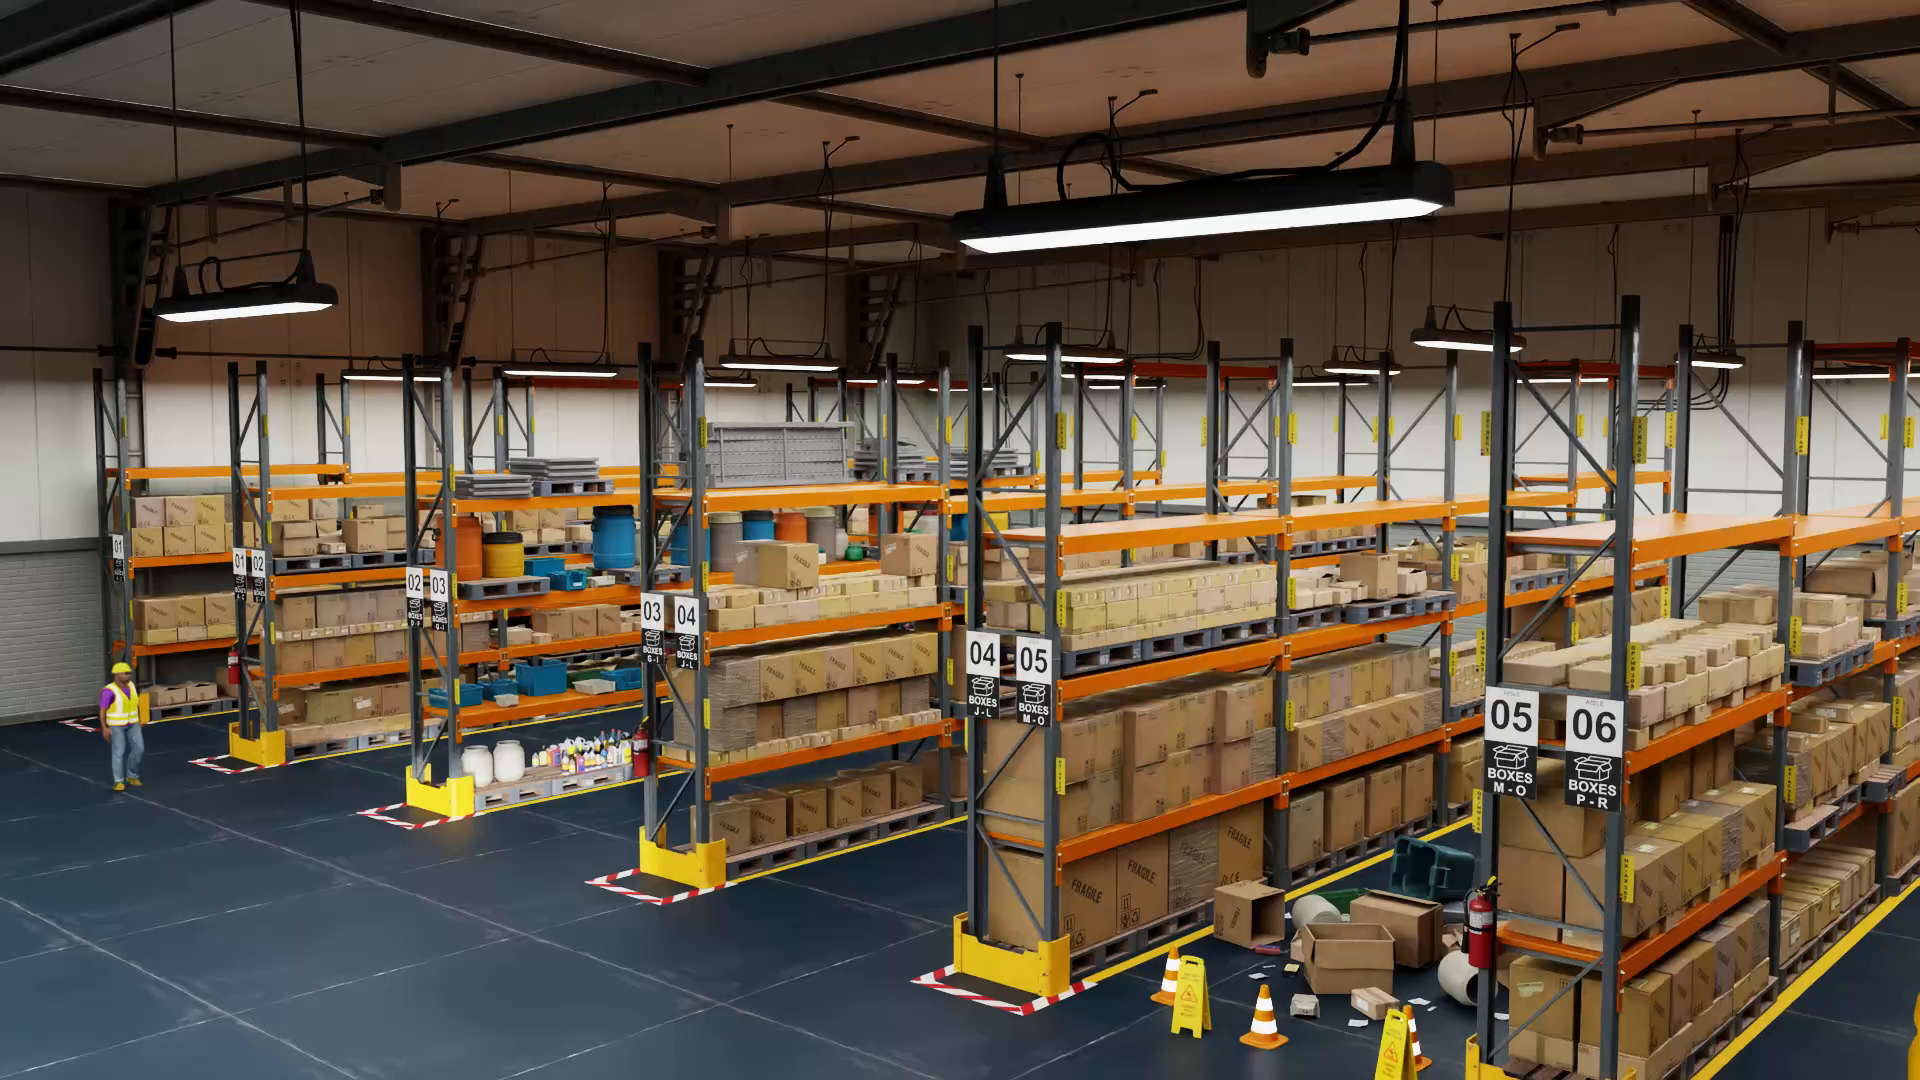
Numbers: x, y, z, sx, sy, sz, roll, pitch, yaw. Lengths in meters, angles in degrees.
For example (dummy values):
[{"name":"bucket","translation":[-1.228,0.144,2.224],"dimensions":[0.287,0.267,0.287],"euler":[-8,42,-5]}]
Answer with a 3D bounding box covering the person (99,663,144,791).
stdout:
[{"name":"person","translation":[-11.681,2.615,23.197],"dimensions":[0.405,1.826,0.648],"euler":[3,5,31]}]
